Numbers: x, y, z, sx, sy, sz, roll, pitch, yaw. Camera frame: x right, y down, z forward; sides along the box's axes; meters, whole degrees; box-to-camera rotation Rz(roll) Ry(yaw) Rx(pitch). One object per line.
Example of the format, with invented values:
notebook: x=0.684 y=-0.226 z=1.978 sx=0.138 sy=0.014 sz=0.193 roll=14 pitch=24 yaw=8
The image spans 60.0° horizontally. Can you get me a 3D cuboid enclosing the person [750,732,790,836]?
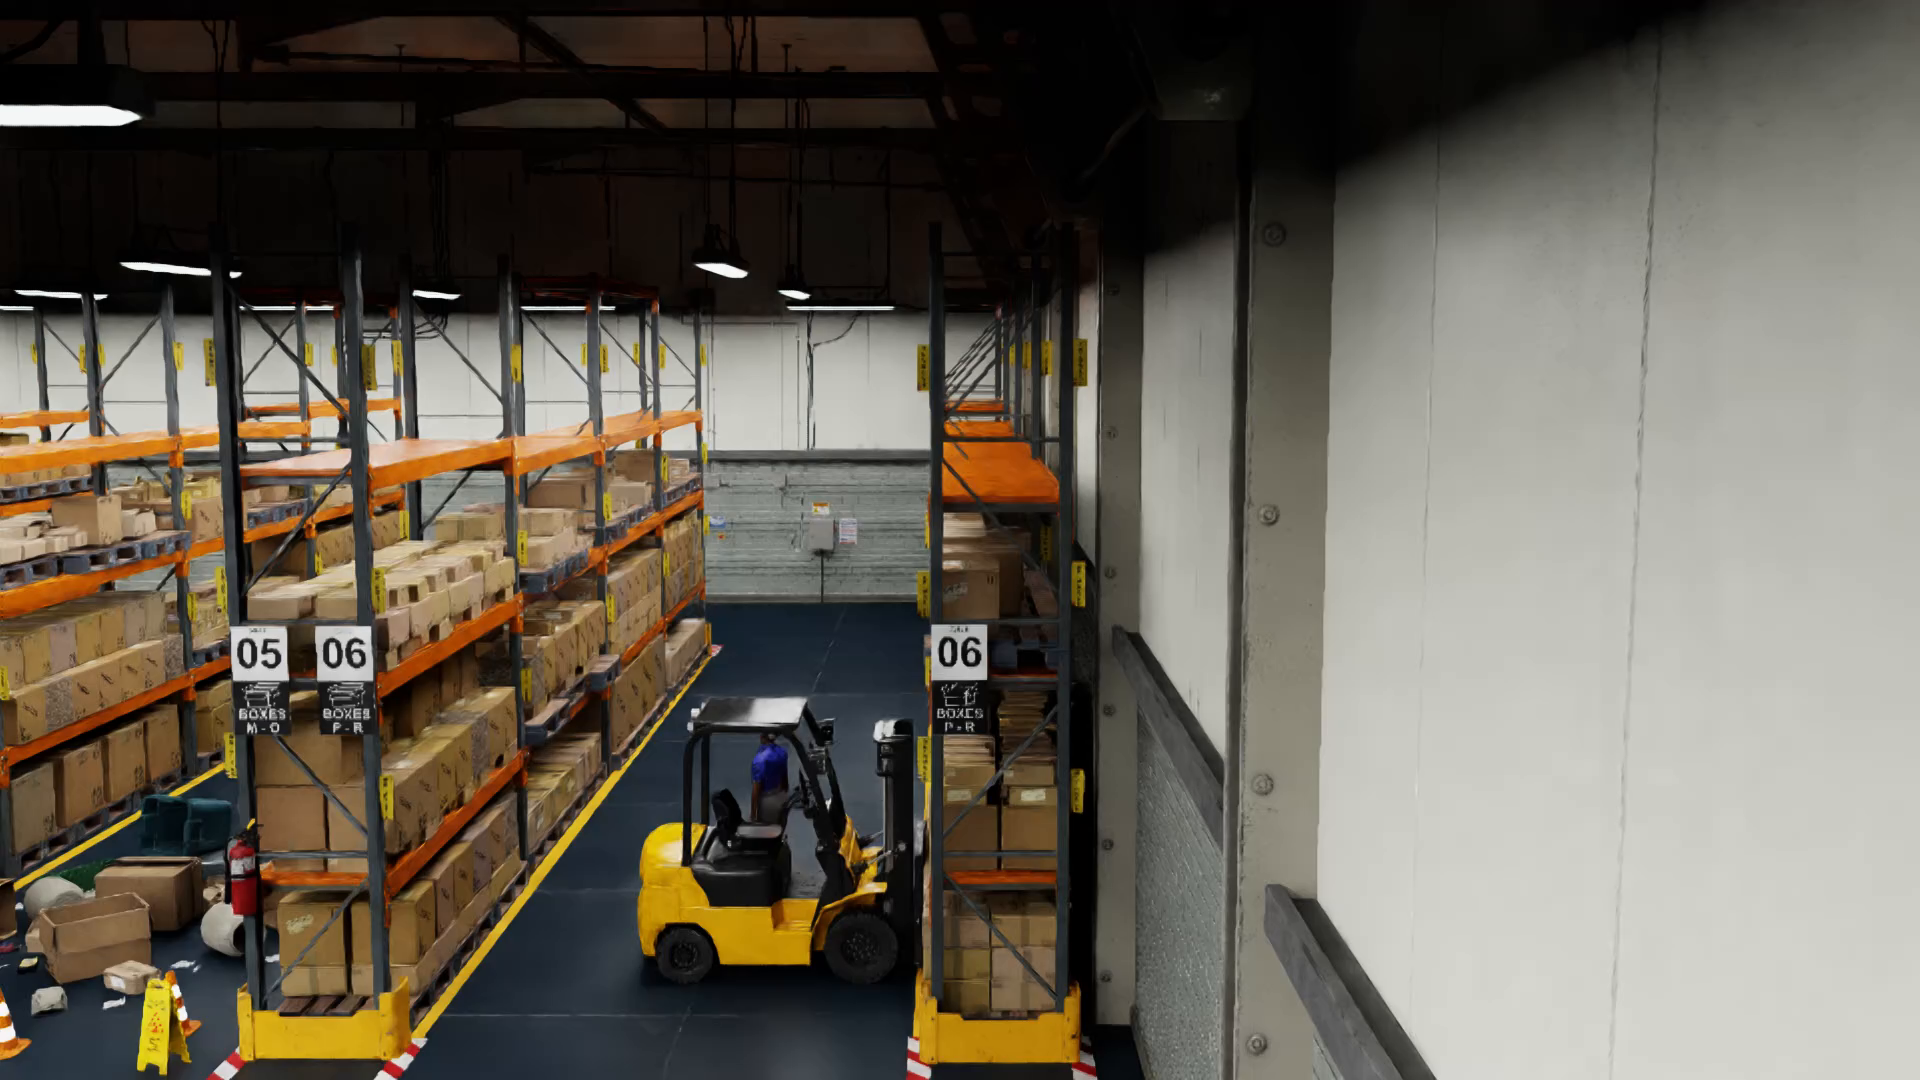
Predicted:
person: x=-1.794 y=2.511 z=15.693 sx=0.524 sy=1.656 sz=0.531 roll=4 pitch=8 yaw=28
